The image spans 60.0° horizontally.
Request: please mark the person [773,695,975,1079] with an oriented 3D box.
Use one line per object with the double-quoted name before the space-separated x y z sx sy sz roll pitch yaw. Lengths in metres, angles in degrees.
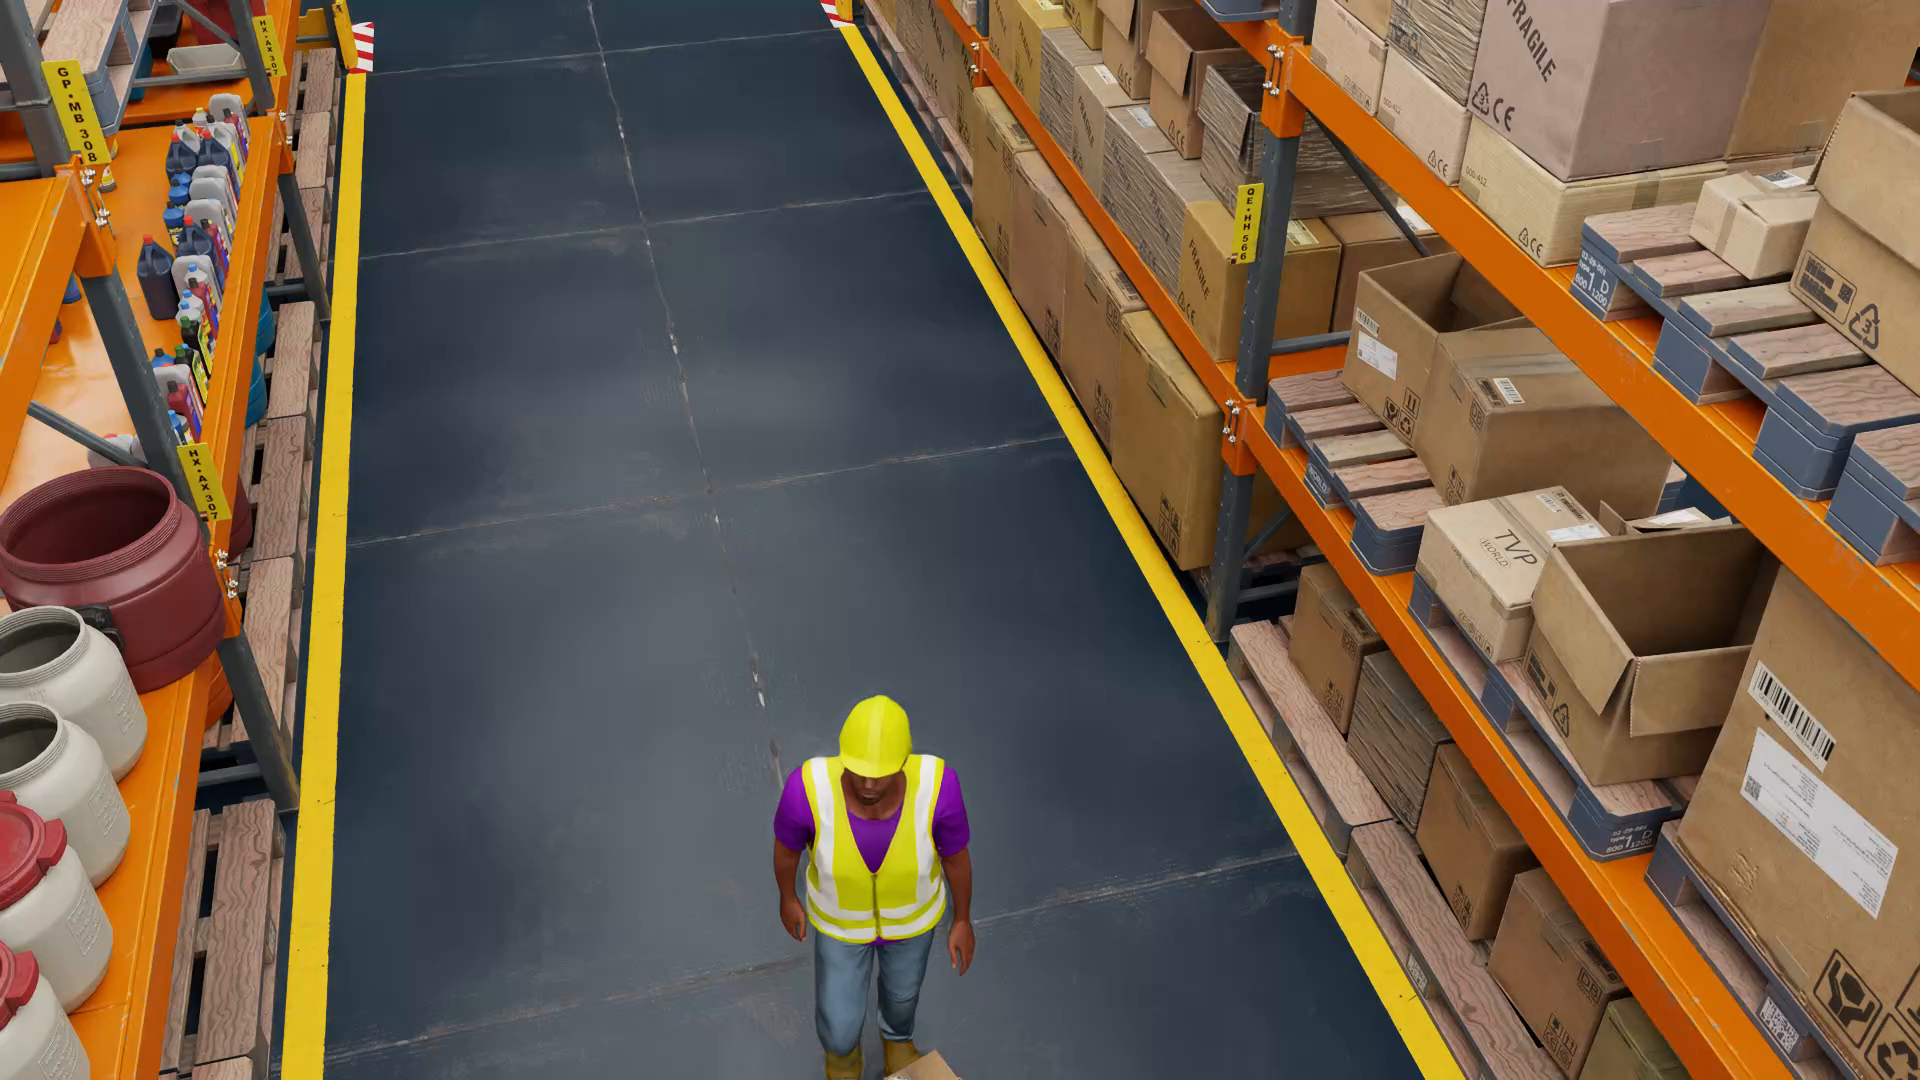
"person" -0.262 1.167 5.176 0.606 1.782 0.495 -4 38 -6
